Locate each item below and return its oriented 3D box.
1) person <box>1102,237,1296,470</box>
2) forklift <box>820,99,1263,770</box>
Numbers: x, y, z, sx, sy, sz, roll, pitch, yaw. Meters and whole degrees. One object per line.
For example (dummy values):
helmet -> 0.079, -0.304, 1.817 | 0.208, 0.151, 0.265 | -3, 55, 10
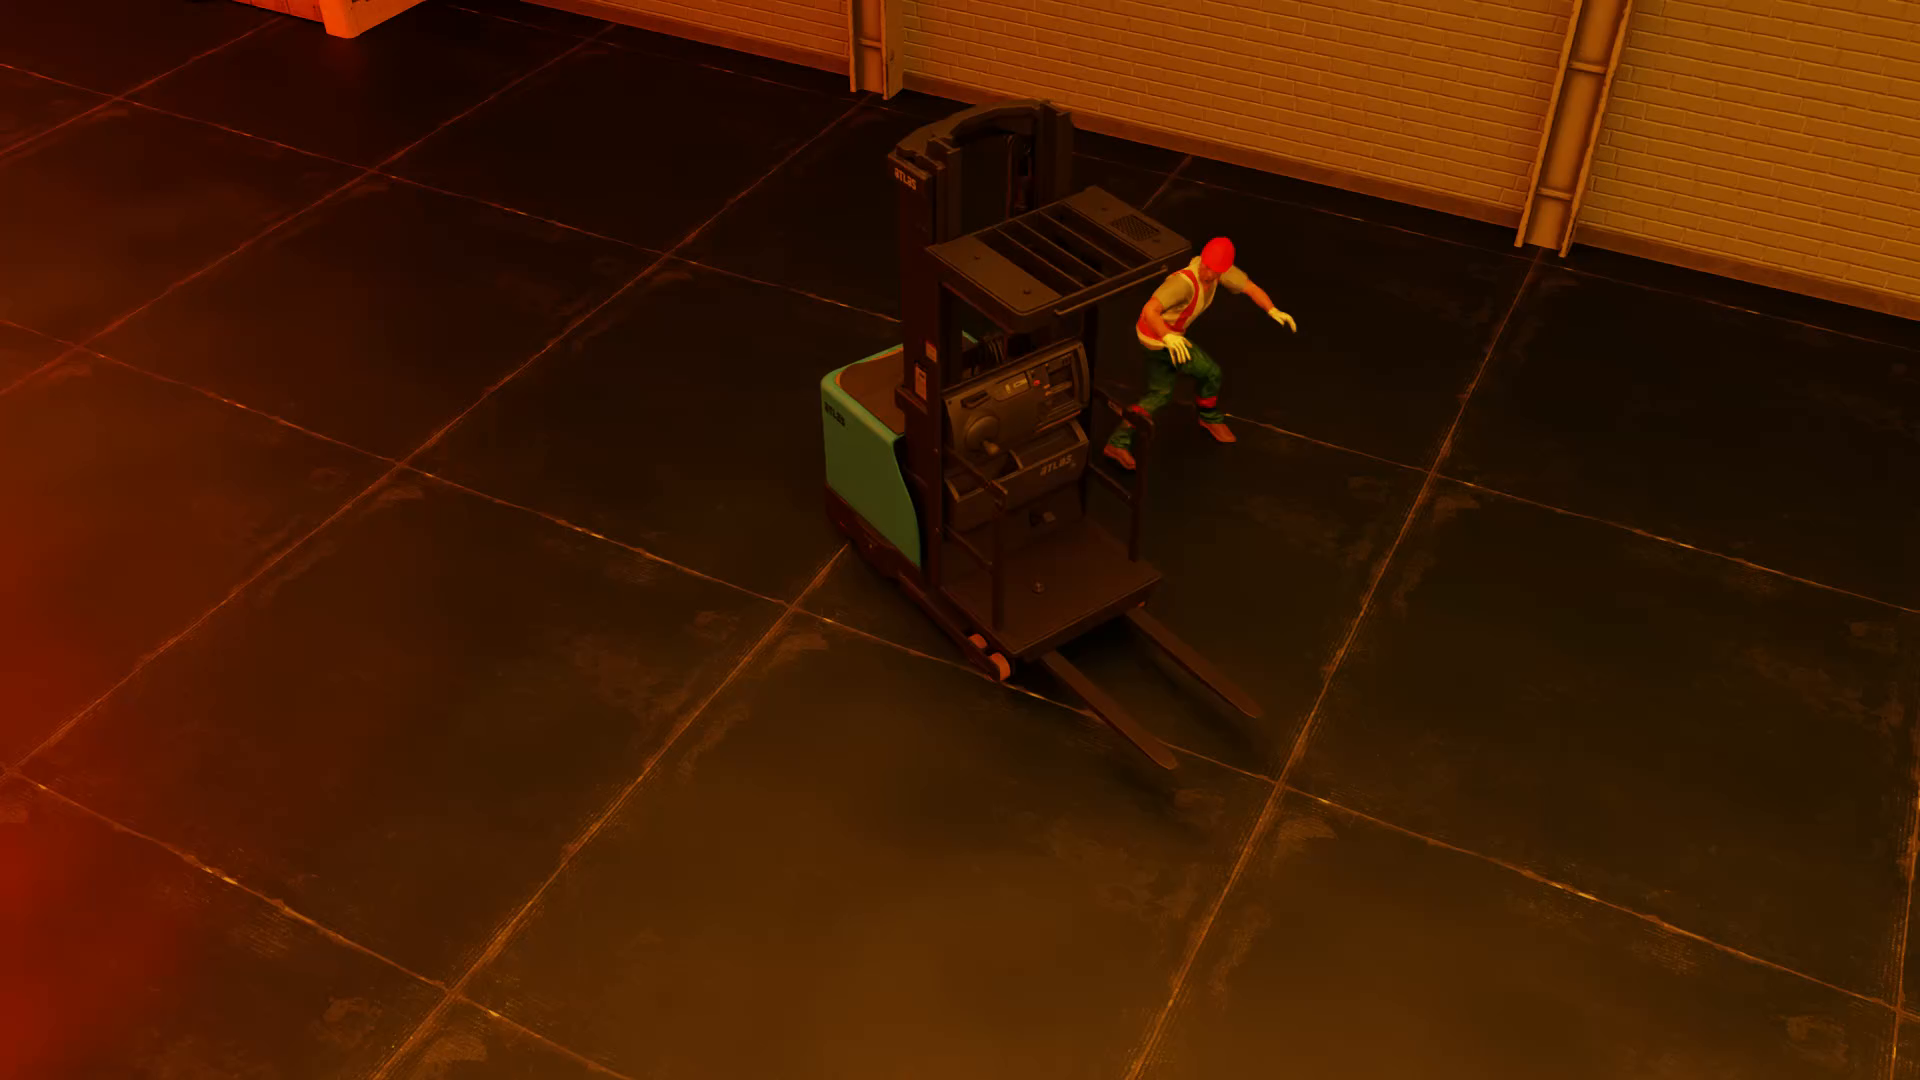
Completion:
person -> 1.520, -1.146, 10.461 | 1.112, 1.553, 0.938 | 8, 41, 10
forklift -> 0.443, -0.684, 8.798 | 1.130, 2.935, 3.031 | -25, 46, -27
